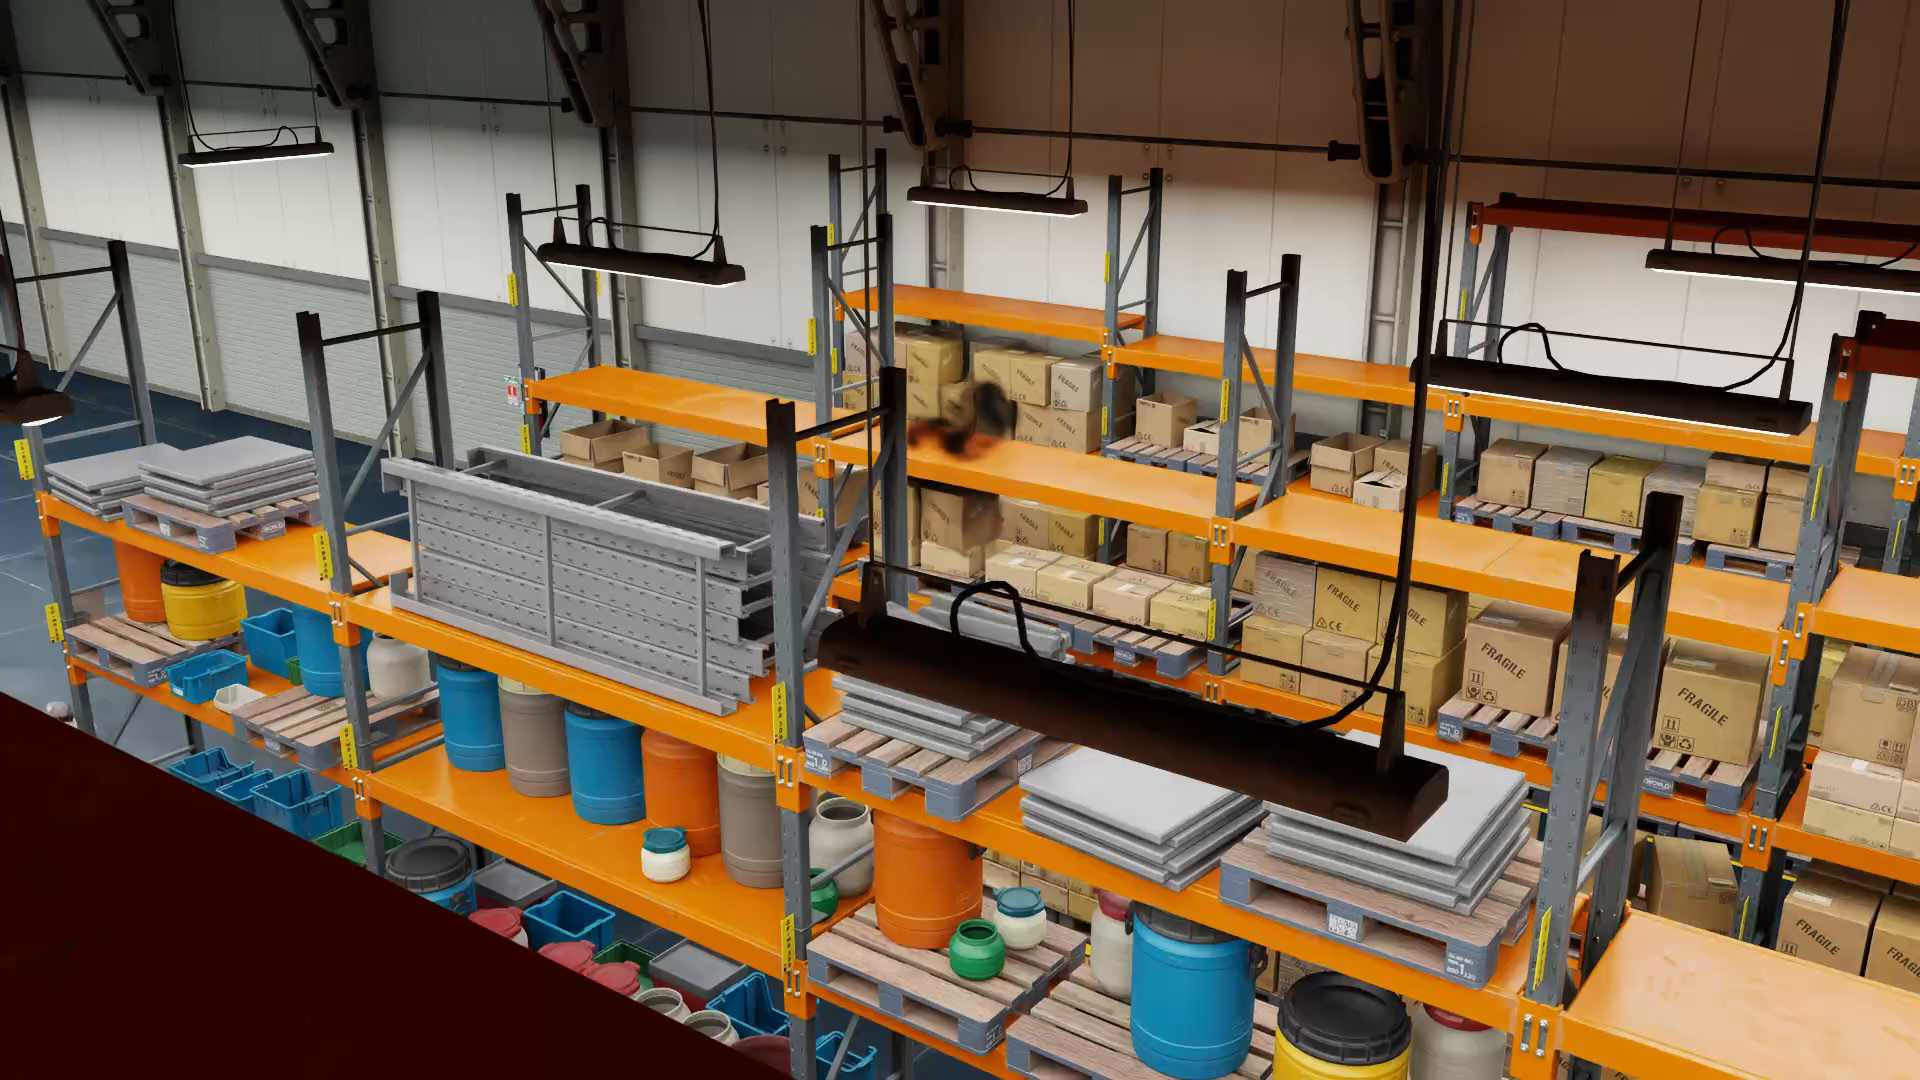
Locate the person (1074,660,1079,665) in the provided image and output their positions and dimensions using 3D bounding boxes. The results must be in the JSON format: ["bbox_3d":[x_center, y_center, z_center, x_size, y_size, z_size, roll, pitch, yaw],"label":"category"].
[{"bbox_3d":[0.848,1.486,17.022,0.883,1.790,0.692,14,23,36],"label":"person"}]

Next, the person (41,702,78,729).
[{"bbox_3d":[-8.336,2.305,15.687,0.670,1.727,0.589,-10,21,-28],"label":"person"}]
